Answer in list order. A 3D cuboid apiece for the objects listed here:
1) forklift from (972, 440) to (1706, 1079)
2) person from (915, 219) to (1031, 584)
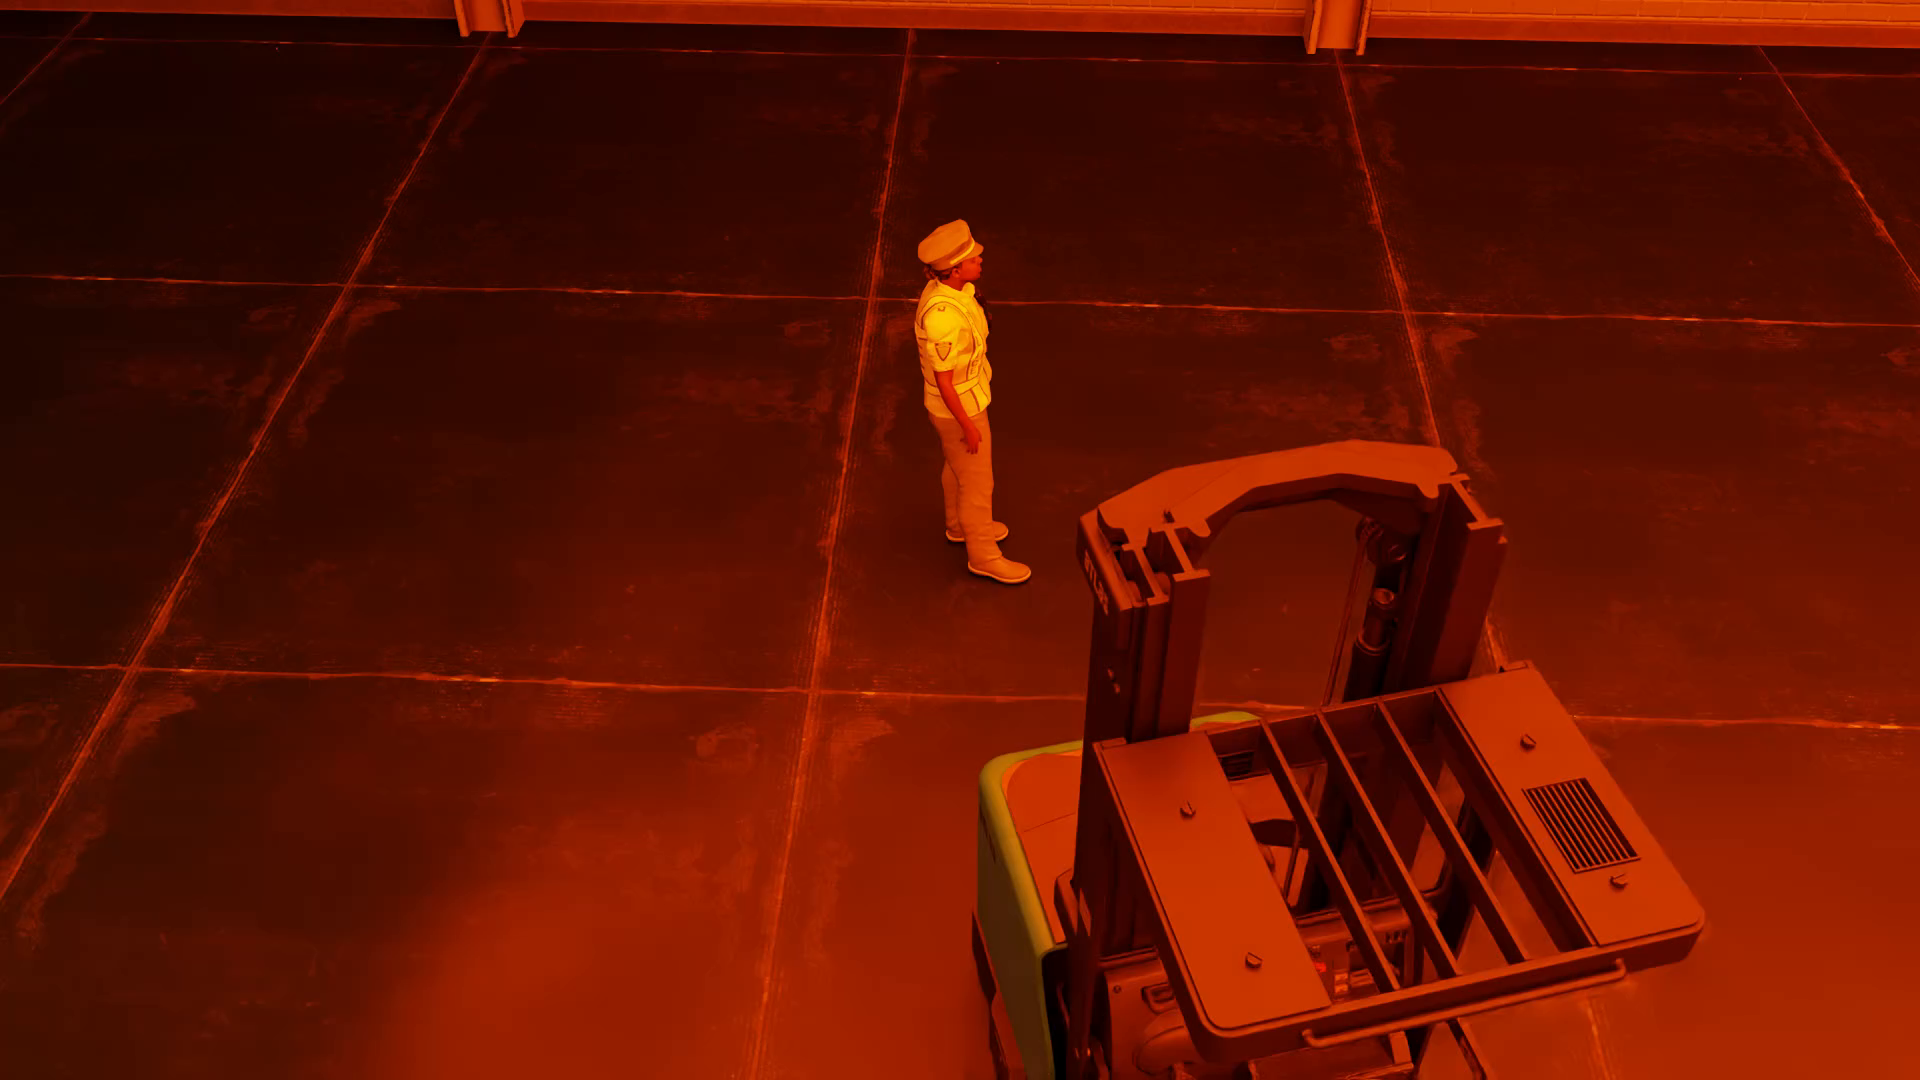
[{"bbox_3d":[0.894,1.326,4.290,1.130,2.935,3.031,-9,43,-10],"label":"forklift"},{"bbox_3d":[0.074,-0.615,7.323,0.528,1.695,0.569,2,42,2],"label":"person"}]
